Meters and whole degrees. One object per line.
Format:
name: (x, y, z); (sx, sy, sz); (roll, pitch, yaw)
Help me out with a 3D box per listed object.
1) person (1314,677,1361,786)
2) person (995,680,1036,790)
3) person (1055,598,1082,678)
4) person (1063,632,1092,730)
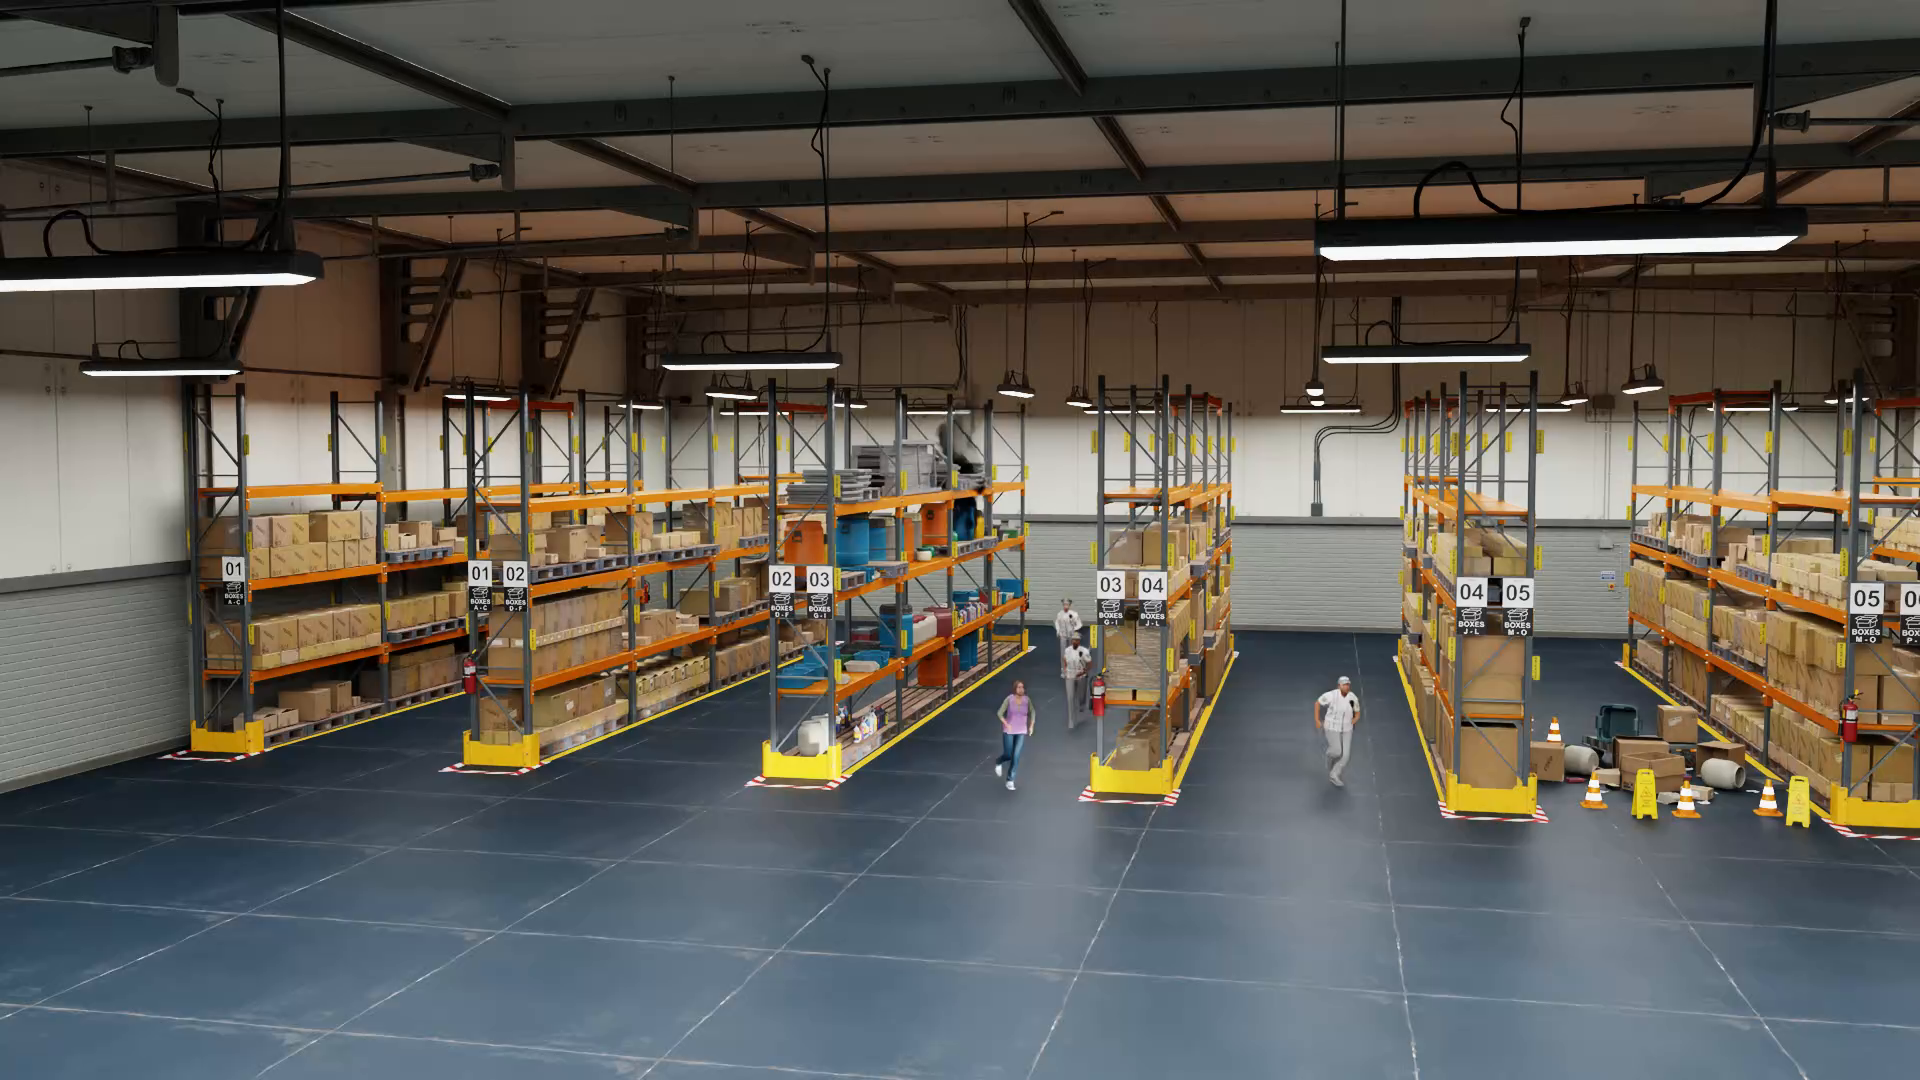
person: (5.583, 2.811, 24.475); (0.645, 1.619, 0.623); (0, 3, -6)
person: (0.828, 2.829, 24.449); (0.584, 1.564, 0.668); (-1, 3, -10)
person: (2.332, 2.085, 35.800); (0.610, 1.694, 0.860); (1, 3, 14)
person: (2.096, 2.480, 29.736); (0.547, 1.703, 1.072); (0, 3, 8)
